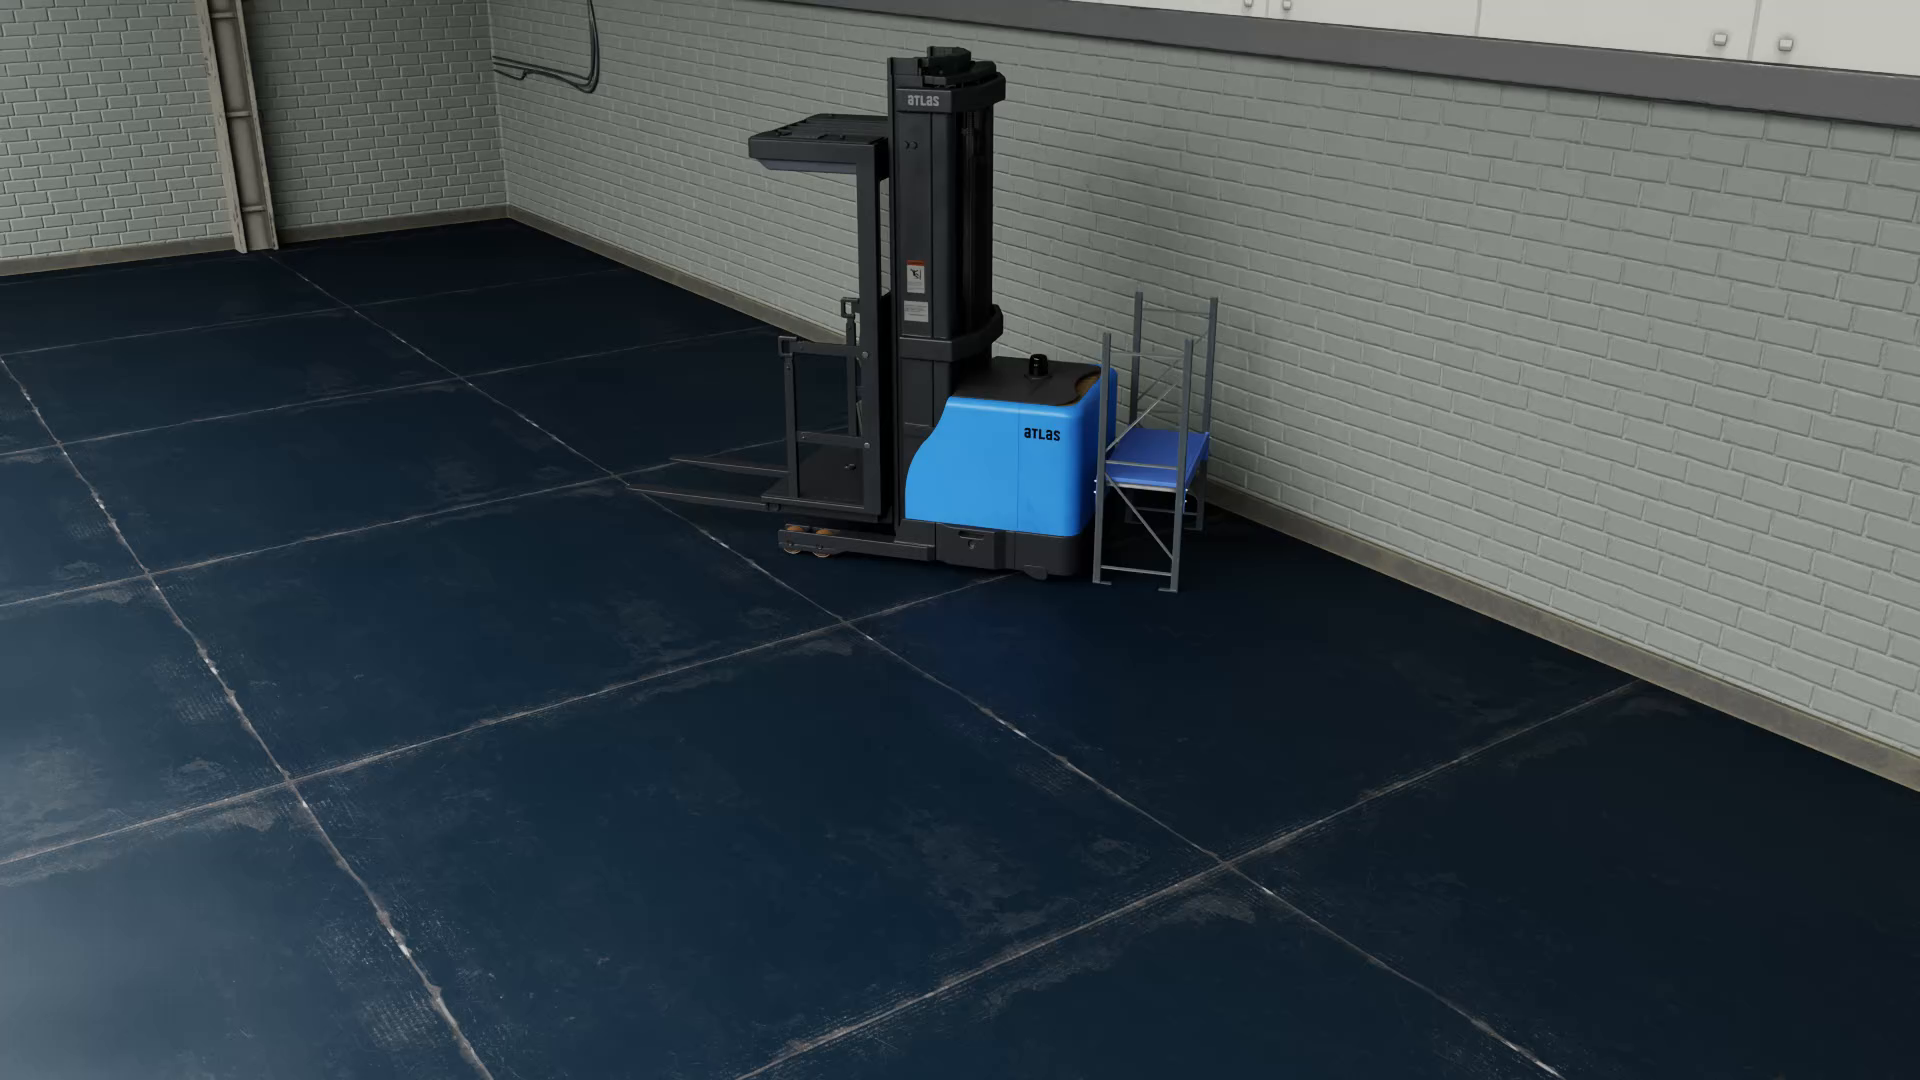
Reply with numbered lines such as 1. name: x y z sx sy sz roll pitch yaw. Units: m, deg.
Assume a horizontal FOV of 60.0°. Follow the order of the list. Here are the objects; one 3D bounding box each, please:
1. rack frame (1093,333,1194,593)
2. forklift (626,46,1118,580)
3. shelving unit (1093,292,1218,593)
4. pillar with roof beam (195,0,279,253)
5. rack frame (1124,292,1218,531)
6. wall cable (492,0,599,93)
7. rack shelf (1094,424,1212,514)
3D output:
1. rack frame: 1.028 -0.423 9.428 0.500 1.500 0.032 6 23 14
2. forklift: -0.598 -1.433 10.033 3.031 2.935 1.130 7 23 17
3. shelving unit: 1.166 -0.604 9.882 0.538 1.500 1.048 6 23 14
4. pillar with roof beam: -5.319 -6.131 13.620 0.400 9.000 9.100 -15 26 -33
5. rack frame: 1.304 -0.785 10.336 0.500 1.500 0.032 6 23 14
6. wall cable: -4.670 -6.224 18.042 0.112 2.526 3.097 -15 26 -33
7. rack shelf: 1.165 -0.437 9.949 0.538 0.185 1.000 6 23 14
